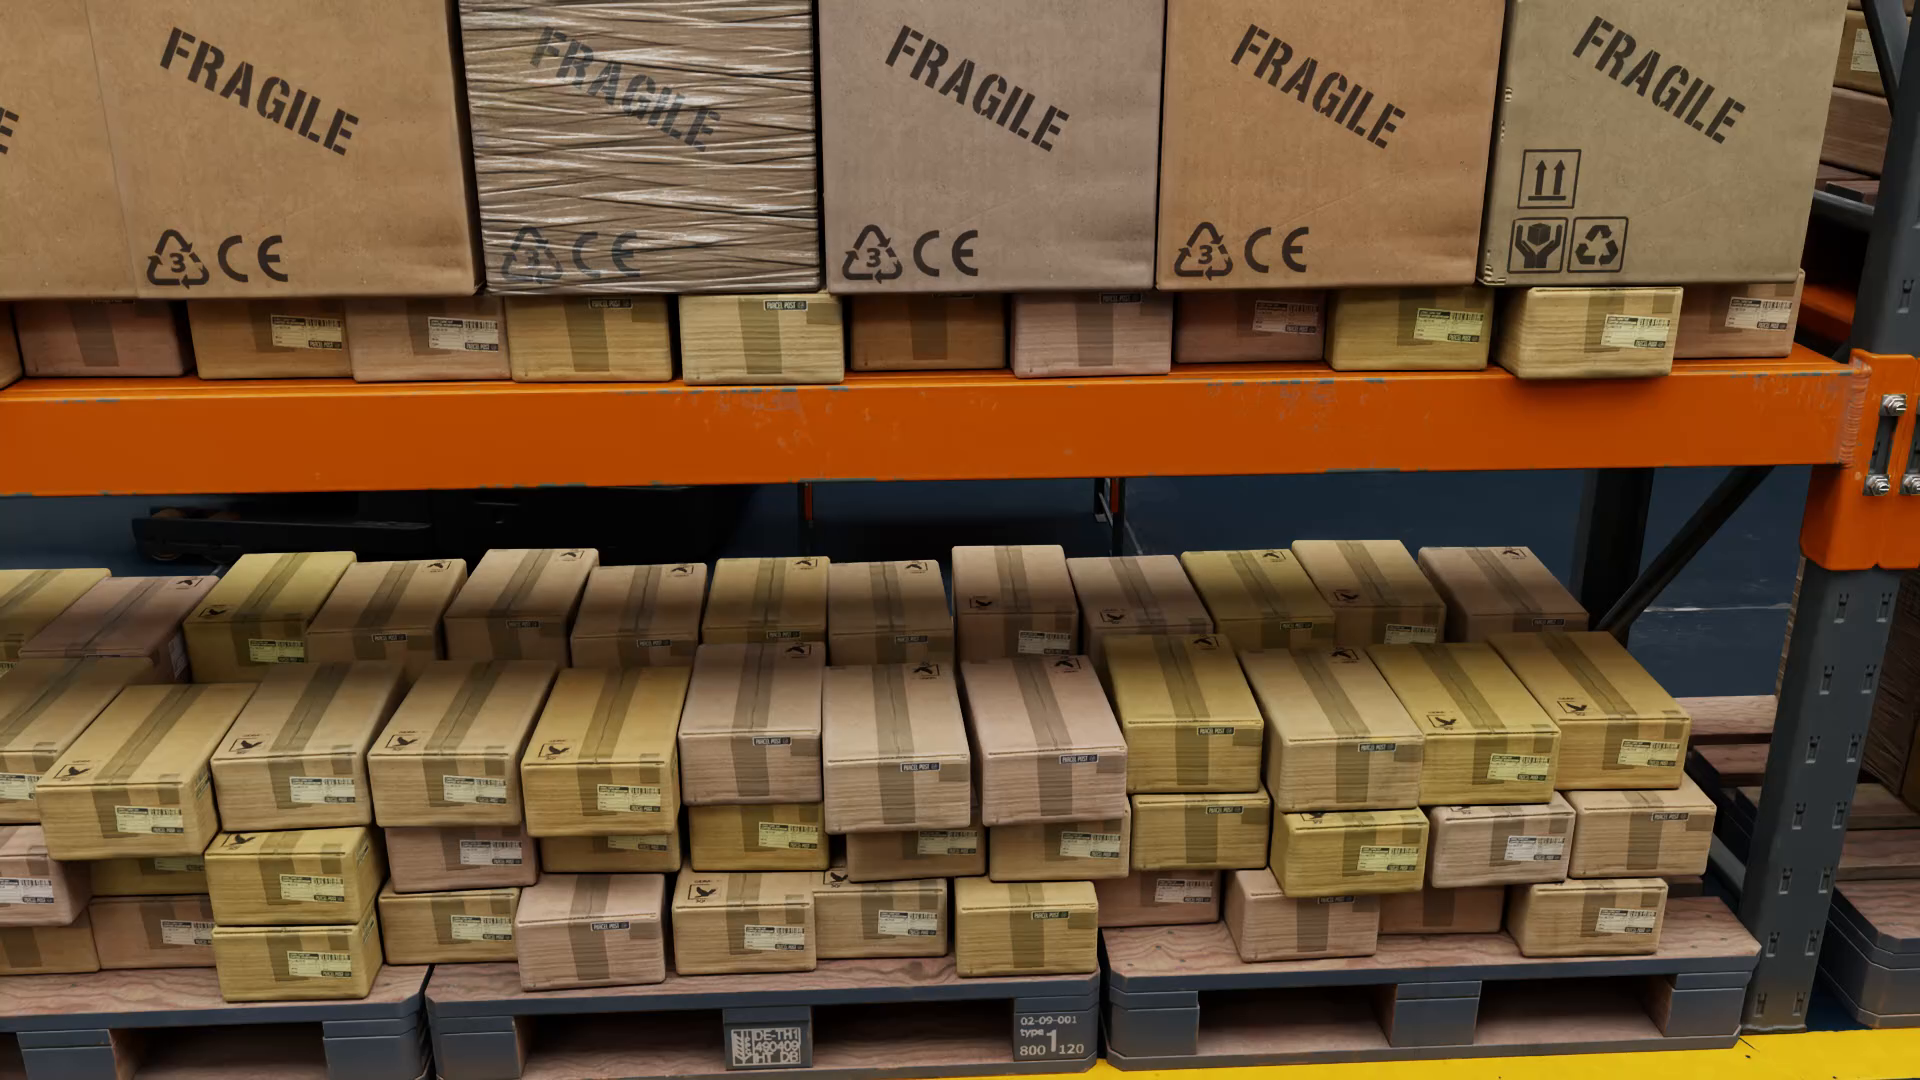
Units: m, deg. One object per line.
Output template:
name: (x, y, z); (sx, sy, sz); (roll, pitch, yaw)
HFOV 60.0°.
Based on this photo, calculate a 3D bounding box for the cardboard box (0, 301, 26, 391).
cardboard box: (-1.614, -0.339, 2.648); (0.250, 0.149, 0.380); (-2, 21, -5)

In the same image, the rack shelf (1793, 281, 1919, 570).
rack shelf: (3.511, -0.345, 3.323); (4.000, 0.370, 1.077); (-1, 21, -3)

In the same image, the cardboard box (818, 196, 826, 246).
cardboard box: (-0.364, -0.568, 3.250); (0.250, 0.149, 0.380); (0, 21, -1)

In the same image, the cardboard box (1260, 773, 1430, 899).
cardboard box: (0.682, 0.497, 3.098); (0.250, 0.149, 0.380); (-2, 21, -5)

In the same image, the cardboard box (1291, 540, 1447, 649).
cardboard box: (0.880, 0.135, 3.631); (0.250, 0.149, 0.380); (0, 21, 0)

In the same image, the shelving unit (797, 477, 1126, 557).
shelving unit: (-0.007, -0.526, 5.420); (1.048, 1.125, 0.538); (-1, 21, -3)

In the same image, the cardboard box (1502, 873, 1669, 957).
cardboard box: (1.142, 0.624, 3.182); (0.250, 0.149, 0.380); (-1, 21, -2)

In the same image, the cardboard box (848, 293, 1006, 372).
cardboard box: (-0.064, -0.408, 2.829); (0.250, 0.149, 0.380); (-1, 21, -4)

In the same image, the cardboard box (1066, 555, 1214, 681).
cardboard box: (0.372, 0.171, 3.536); (0.250, 0.149, 0.380); (-2, 21, -4)

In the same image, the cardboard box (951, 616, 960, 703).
cardboard box: (0.100, 0.306, 3.599); (0.250, 0.149, 0.380); (0, 21, -1)

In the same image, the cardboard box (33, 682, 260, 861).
cardboard box: (-1.409, 0.401, 2.934); (0.250, 0.149, 0.380); (-1, 21, -3)

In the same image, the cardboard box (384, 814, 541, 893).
cardboard box: (-0.904, 0.490, 3.116); (0.250, 0.149, 0.380); (-2, 21, -6)

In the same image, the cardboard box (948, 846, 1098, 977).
cardboard box: (0.109, 0.645, 3.127); (0.250, 0.149, 0.380); (-1, 21, -3)

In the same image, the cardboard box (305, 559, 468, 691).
cardboard box: (-1.197, 0.180, 3.513); (0.250, 0.149, 0.380); (-2, 21, -5)

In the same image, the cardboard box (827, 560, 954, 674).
cardboard box: (-0.154, 0.182, 3.507); (0.250, 0.149, 0.380); (-2, 21, -5)

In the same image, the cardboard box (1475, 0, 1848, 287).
cardboard box: (1.048, -0.716, 2.728); (0.500, 0.500, 0.500); (-1, 21, -3)

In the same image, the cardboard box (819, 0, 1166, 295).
cardboard box: (0.033, -0.697, 2.676); (0.500, 0.500, 0.500); (-1, 21, -3)

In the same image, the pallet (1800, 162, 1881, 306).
pallet: (2.286, -0.515, 3.028); (1.213, 0.211, 1.003); (-1, 21, -3)

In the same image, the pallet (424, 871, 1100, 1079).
pallet: (-0.375, 0.714, 3.448); (1.213, 0.211, 1.003); (-1, 21, -3)

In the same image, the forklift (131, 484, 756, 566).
forklift: (-2.260, -1.477, 5.380); (3.031, 2.935, 1.130); (2, 21, 6)

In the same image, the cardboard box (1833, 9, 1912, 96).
cardboard box: (1.900, -0.937, 3.211); (0.250, 0.149, 0.380); (-1, 21, -1)

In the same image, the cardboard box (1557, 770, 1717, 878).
cardboard box: (1.218, 0.476, 3.155); (0.250, 0.149, 0.380); (-1, 21, -2)

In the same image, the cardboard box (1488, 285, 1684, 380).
cardboard box: (0.992, -0.391, 2.784); (0.250, 0.149, 0.380); (-2, 21, -4)

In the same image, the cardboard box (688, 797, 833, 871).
cardboard box: (-0.365, 0.468, 3.174); (0.250, 0.149, 0.380); (0, 21, -1)

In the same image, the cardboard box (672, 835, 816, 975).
cardboard box: (-0.394, 0.643, 3.132); (0.250, 0.149, 0.380); (-1, 21, -3)

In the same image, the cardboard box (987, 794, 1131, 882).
cardboard box: (0.173, 0.480, 3.144); (0.250, 0.149, 0.380); (-1, 21, -2)

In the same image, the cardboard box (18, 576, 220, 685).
cardboard box: (-1.711, 0.213, 3.426); (0.250, 0.149, 0.380); (-1, 21, -2)

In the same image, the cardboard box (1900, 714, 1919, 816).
cardboard box: (2.267, 0.410, 3.251); (0.500, 0.500, 0.500); (0, 21, -1)

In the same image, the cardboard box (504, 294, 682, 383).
cardboard box: (-0.582, -0.382, 2.762); (0.250, 0.149, 0.380); (0, 21, -1)

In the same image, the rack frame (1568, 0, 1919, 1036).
rack frame: (1.514, -0.641, 3.089); (0.127, 3.000, 1.000); (-1, 21, -3)

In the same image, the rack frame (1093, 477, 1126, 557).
rack frame: (0.501, -0.536, 5.448); (0.032, 1.125, 0.500); (-1, 21, -3)

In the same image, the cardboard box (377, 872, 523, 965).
cardboard box: (-0.923, 0.632, 3.161); (0.250, 0.149, 0.380); (-1, 21, -3)

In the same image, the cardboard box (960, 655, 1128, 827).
cardboard box: (0.145, 0.360, 3.041); (0.250, 0.149, 0.380); (-2, 21, -6)

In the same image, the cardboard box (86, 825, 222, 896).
cardboard box: (-1.425, 0.496, 3.101); (0.250, 0.149, 0.380); (-1, 21, -2)

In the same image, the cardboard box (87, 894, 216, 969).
cardboard box: (-1.433, 0.638, 3.147); (0.250, 0.149, 0.380); (-1, 21, -2)

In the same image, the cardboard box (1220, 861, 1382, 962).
cardboard box: (0.618, 0.628, 3.172); (0.250, 0.149, 0.380); (-2, 21, -5)

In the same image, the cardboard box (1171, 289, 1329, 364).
cardboard box: (0.460, -0.425, 2.876); (0.250, 0.149, 0.380); (-2, 21, -5)

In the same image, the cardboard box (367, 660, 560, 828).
cardboard box: (-0.889, 0.364, 3.030); (0.250, 0.149, 0.380); (0, 21, -1)

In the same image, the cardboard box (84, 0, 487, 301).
cardboard box: (-0.992, -0.682, 2.637); (0.500, 0.500, 0.500); (-1, 21, -2)

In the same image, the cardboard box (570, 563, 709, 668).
cardboard box: (-0.663, 0.189, 3.490); (0.250, 0.149, 0.380); (-2, 21, -5)

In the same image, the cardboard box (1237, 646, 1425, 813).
cardboard box: (0.673, 0.344, 3.083); (0.250, 0.149, 0.380); (-1, 21, -4)

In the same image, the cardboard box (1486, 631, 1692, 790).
cardboard box: (1.174, 0.317, 3.153); (0.250, 0.149, 0.380); (-1, 21, -2)

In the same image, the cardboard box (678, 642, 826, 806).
cardboard box: (-0.378, 0.336, 3.104); (0.250, 0.149, 0.380); (-1, 21, -3)

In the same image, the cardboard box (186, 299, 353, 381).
cardboard box: (-1.090, -0.389, 2.781); (0.250, 0.149, 0.380); (-1, 21, -4)
